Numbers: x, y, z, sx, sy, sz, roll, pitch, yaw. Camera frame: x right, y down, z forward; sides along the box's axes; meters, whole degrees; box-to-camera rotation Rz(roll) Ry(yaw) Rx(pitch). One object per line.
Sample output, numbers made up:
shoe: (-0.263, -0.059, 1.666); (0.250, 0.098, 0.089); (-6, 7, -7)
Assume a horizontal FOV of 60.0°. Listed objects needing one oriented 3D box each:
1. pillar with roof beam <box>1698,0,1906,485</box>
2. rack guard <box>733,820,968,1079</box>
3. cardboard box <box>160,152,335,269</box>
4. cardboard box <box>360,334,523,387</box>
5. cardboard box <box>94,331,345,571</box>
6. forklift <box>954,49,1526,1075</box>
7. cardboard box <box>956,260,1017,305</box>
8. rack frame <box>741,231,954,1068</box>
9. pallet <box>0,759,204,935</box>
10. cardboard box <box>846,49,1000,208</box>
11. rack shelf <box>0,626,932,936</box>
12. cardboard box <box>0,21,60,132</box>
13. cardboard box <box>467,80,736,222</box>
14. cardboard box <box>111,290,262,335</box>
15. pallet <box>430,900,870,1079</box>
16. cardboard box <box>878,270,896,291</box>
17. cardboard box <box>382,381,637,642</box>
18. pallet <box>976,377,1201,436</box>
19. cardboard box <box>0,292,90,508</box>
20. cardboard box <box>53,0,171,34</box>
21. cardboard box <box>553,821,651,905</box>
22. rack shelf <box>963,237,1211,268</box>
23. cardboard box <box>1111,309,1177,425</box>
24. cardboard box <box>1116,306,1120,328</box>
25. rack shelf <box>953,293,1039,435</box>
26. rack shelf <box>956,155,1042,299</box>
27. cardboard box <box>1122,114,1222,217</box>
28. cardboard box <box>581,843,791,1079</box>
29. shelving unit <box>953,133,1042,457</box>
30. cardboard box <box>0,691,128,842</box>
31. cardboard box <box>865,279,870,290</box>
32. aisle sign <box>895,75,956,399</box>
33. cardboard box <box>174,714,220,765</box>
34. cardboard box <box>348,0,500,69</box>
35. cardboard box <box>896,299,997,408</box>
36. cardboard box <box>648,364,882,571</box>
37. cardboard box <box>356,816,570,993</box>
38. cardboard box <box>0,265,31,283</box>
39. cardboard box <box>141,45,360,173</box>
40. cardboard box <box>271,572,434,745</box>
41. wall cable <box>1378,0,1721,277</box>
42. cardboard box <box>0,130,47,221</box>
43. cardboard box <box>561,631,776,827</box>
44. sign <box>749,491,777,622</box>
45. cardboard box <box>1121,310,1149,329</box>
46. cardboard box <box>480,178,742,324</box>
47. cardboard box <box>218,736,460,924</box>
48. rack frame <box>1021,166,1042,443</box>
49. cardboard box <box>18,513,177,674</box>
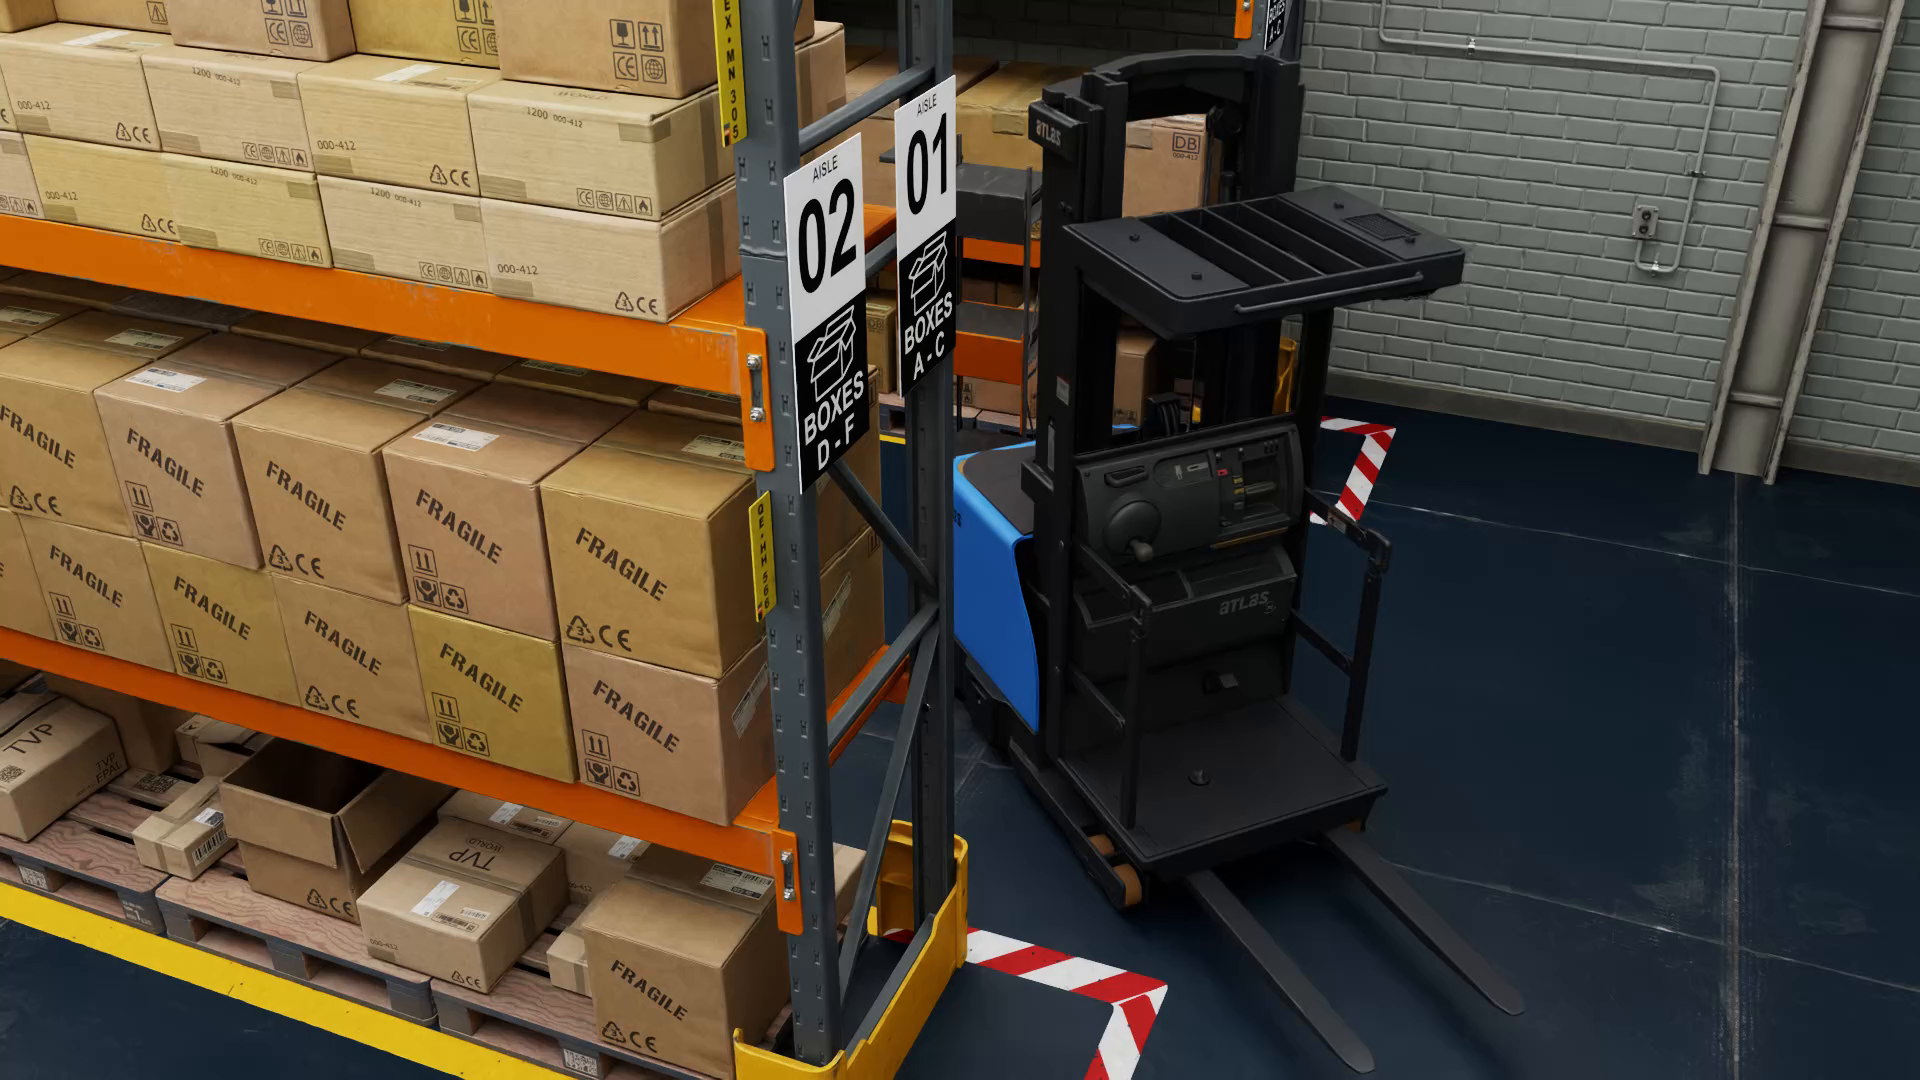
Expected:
pillar with roof beam: (2.806, -2.368, 3.794); (0.400, 9.000, 9.100); (11, 31, 19)
rack guard: (-0.332, 1.509, 5.572); (0.348, 0.500, 1.175); (11, 31, 19)
cardboard box: (-1.764, -0.964, 4.512); (0.500, 0.250, 0.500); (11, 31, 19)
cardboard box: (-1.523, -0.434, 5.352); (0.500, 0.500, 0.500); (12, 32, 20)
cardboard box: (-2.204, -0.283, 5.084); (0.500, 0.500, 0.500); (12, 32, 21)
forklift: (0.957, -0.128, 5.997); (1.130, 2.935, 3.031); (-13, 32, -21)
cardboard box: (0.165, -1.540, 9.880); (0.250, 0.149, 0.380); (12, 32, 20)
rack frame: (-0.261, 0.435, 4.932); (0.127, 3.000, 1.000); (11, 31, 19)
pallet: (-3.332, 1.037, 6.702); (1.213, 0.211, 1.003); (11, 31, 19)
cardboard box: (-0.260, -2.319, 9.500); (0.700, 0.700, 0.980); (10, 31, 17)
rack shelf: (-2.115, 0.378, 5.763); (4.000, 0.370, 1.077); (11, 31, 19)
cardboard box: (-2.688, -1.370, 4.722); (0.500, 0.250, 0.500); (11, 31, 19)
cardboard box: (-0.833, -1.002, 4.070); (0.500, 0.250, 0.500); (11, 31, 19)
cardboard box: (-2.459, -0.621, 5.683); (0.500, 0.500, 0.500); (12, 31, 20)
pallet: (-1.071, 1.488, 5.903); (1.213, 0.211, 1.003); (11, 31, 19)
cardboard box: (-0.308, -1.634, 10.047); (0.250, 0.149, 0.380); (11, 31, 18)
cardboard box: (-1.246, -0.094, 4.750); (0.500, 0.500, 0.500); (12, 32, 20)
pallet: (0.827, -0.722, 9.814); (1.213, 0.211, 1.003); (11, 31, 19)
cardboard box: (-3.159, -0.473, 5.421); (0.500, 0.500, 0.500); (10, 31, 18)
cardboard box: (-2.107, -1.747, 4.626); (0.500, 0.500, 0.700); (11, 31, 19)
cardboard box: (-1.122, 1.118, 6.071); (0.500, 0.250, 0.500); (11, 31, 19)
rack shelf: (-0.256, -1.881, 9.761); (4.000, 0.370, 1.077); (11, 31, 19)
cardboard box: (0.911, -1.003, 9.589); (0.500, 0.500, 0.700); (11, 31, 19)
cardboard box: (0.724, -1.226, 9.325); (0.250, 0.149, 0.380); (11, 31, 19)
rack shelf: (0.153, -0.872, 8.186); (0.480, 0.518, 0.431); (11, 31, 19)
rack shelf: (0.153, -1.481, 7.841); (0.480, 0.518, 0.431); (11, 31, 19)
cardboard box: (1.121, -2.045, 9.014); (0.700, 0.700, 0.980); (13, 32, 21)
cardboard box: (-0.858, 1.344, 5.418); (0.500, 0.500, 0.500); (11, 31, 19)
shelving unit: (0.153, -0.883, 8.179); (0.503, 2.100, 0.431); (11, 31, 19)
cardboard box: (-3.660, 0.850, 6.482); (0.500, 0.311, 0.500); (11, 31, 19)
cardboard box: (-0.722, -1.513, 9.833); (0.250, 0.149, 0.380); (10, 31, 18)
aisle sign: (-0.088, -0.818, 4.507); (0.004, 0.787, 0.394); (11, 31, 19)
cardboard box: (-2.963, 0.763, 6.802); (0.250, 0.149, 0.380); (11, 31, 19)
cardboard box: (-1.175, -1.568, 4.310); (0.500, 0.500, 0.700); (11, 31, 19)
cardboard box: (-0.019, -1.188, 9.917); (0.500, 0.500, 0.700); (10, 31, 17)
cardboard box: (-0.574, -0.246, 5.019); (0.500, 0.500, 0.500); (12, 32, 21)
cardboard box: (-1.727, 1.263, 5.814); (0.500, 0.250, 0.500); (11, 31, 19)
cardboard box: (-3.402, -0.808, 6.014); (0.500, 0.500, 0.500); (11, 31, 19)
cardboard box: (-1.759, -1.188, 4.400); (0.500, 0.250, 0.500); (11, 31, 19)
cardboard box: (-1.721, 0.244, 5.169); (0.500, 0.500, 0.500); (12, 31, 20)
wall cable: (3.140, -2.461, 9.023); (1.851, 1.984, 0.084); (11, 31, 19)
cardboard box: (-2.686, -1.155, 4.849); (0.500, 0.250, 0.500); (11, 31, 19)
cardboard box: (-0.779, 0.433, 4.834); (0.500, 0.500, 0.500); (12, 32, 21)
sign: (-0.489, 0.043, 4.128); (0.005, 0.325, 0.100); (11, 31, 19)
cardboard box: (1.102, -1.353, 9.550); (0.250, 0.149, 0.380); (12, 31, 19)
cardboard box: (-0.837, -0.780, 4.186); (0.500, 0.250, 0.500); (11, 31, 19)
cardboard box: (-2.225, 0.936, 6.136); (0.637, 0.503, 0.797); (11, 31, 19)
rack frame: (0.379, -0.838, 8.099); (0.015, 2.100, 0.400); (11, 31, 19)
cardboard box: (-2.660, 0.057, 5.499); (0.500, 0.500, 0.500); (11, 31, 19)
